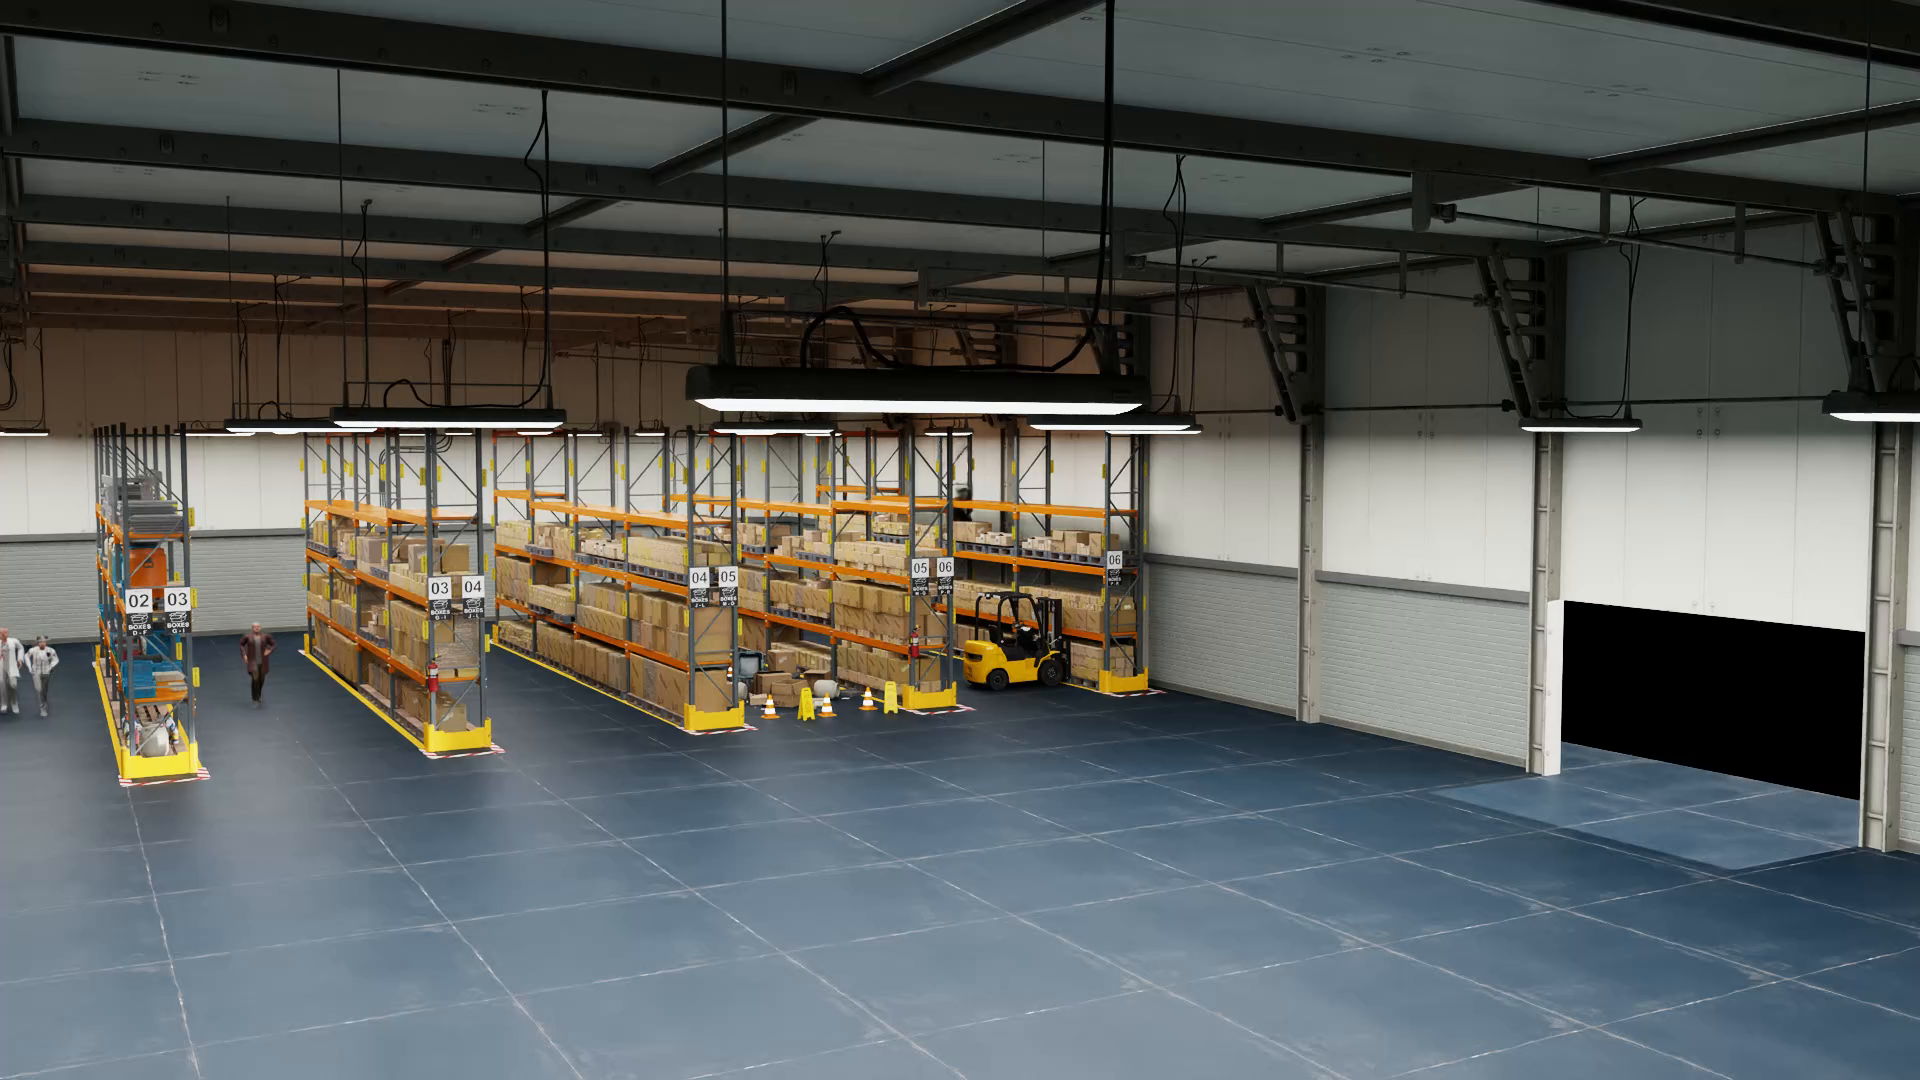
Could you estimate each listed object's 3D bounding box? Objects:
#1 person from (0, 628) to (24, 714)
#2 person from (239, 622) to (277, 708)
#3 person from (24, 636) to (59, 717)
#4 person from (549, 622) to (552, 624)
[{"bbox_3d":[-19.930,2.742,34.711,0.706,1.828,0.740,-2,4,-34],"label":"person"},{"bbox_3d":[-15.120,2.677,35.837,0.738,1.851,0.810,-2,4,-30],"label":"person"},{"bbox_3d":[-19.126,2.803,34.649,0.631,1.678,0.919,-2,4,-29],"label":"person"},{"bbox_3d":[-12.083,1.858,49.616,0.634,1.848,0.843,3,5,43],"label":"person"}]
